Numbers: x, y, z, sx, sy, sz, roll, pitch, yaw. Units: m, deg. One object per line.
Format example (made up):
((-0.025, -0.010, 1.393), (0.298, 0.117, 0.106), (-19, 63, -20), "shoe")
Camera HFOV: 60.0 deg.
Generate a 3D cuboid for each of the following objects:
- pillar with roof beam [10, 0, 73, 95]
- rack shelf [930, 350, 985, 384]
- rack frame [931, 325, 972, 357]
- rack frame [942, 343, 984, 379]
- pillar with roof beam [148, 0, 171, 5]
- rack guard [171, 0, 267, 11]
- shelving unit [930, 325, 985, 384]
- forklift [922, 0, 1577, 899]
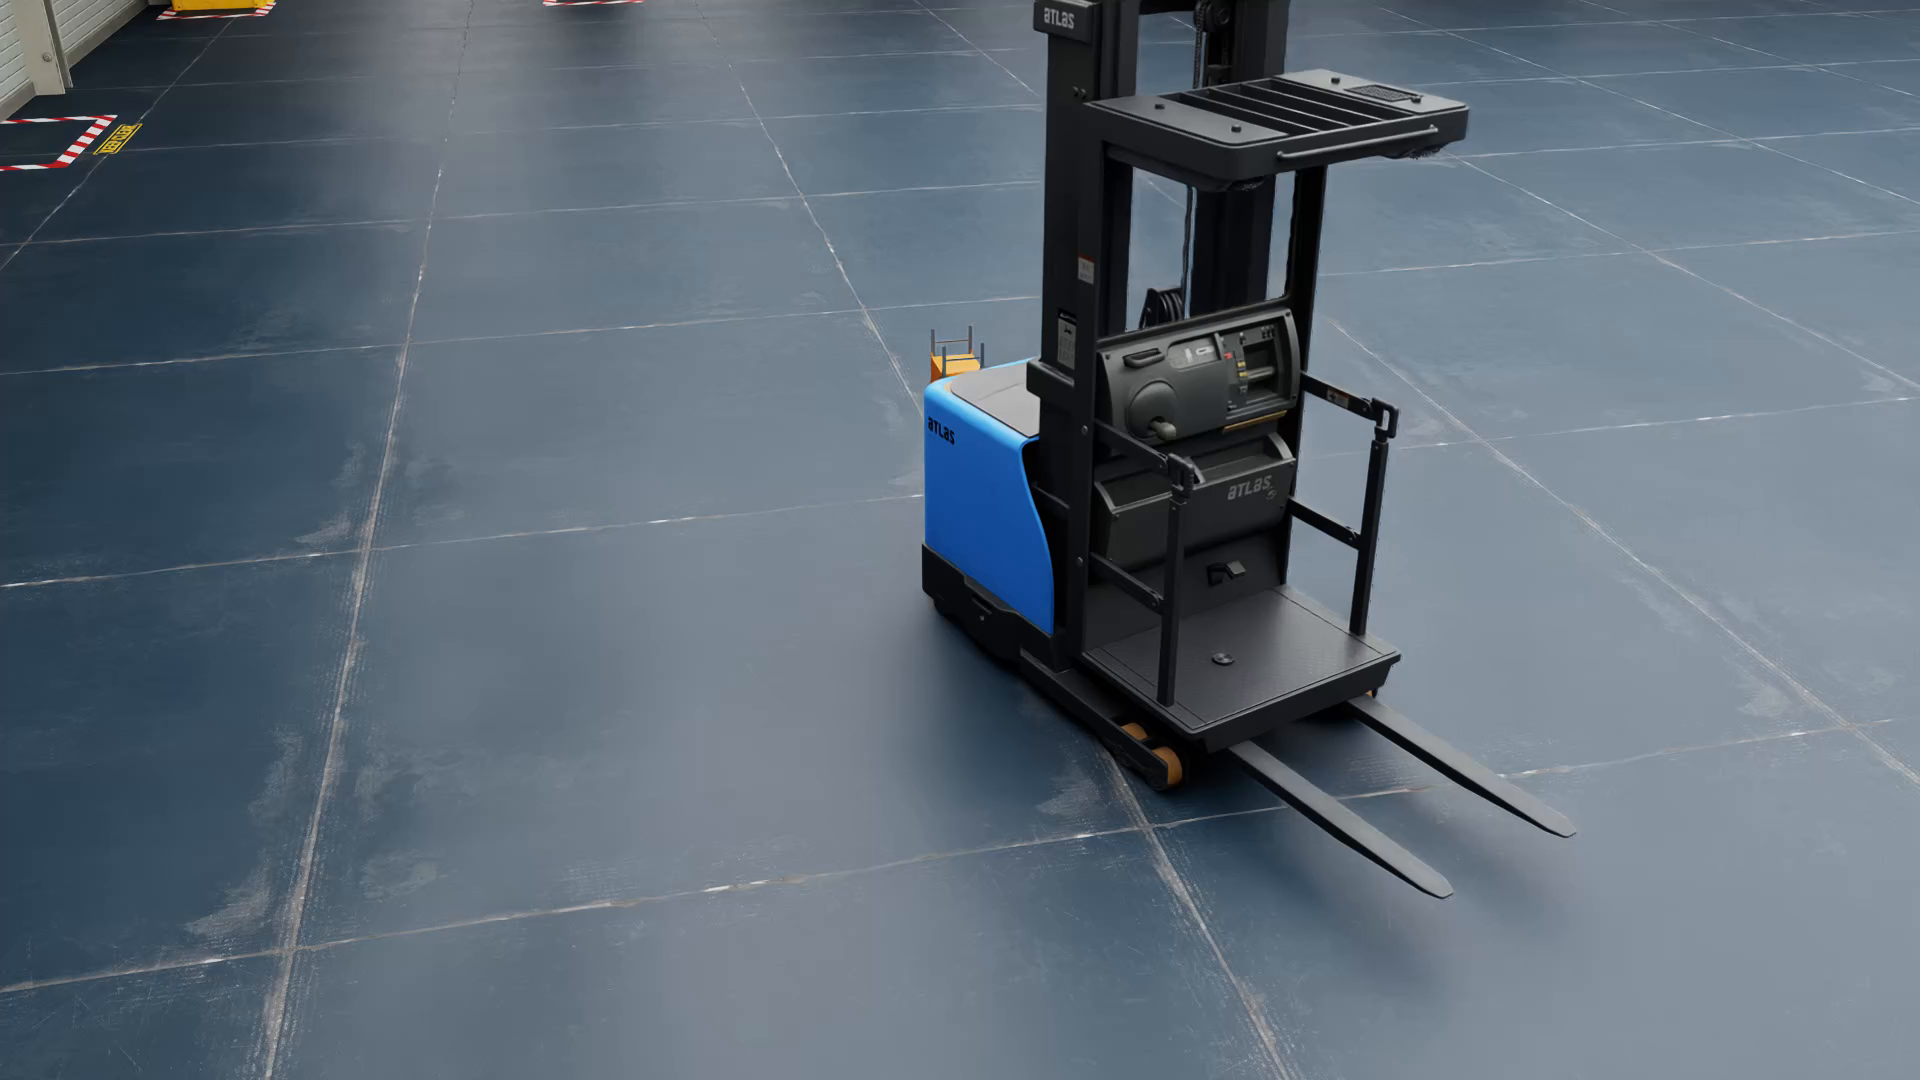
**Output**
((-5.489, -9.250, 16.589), (9.100, 9.000, 0.400), (-6, 27, -12), "pillar with roof beam")
((-0.012, -0.736, 7.937), (0.215, 0.259, 0.240), (-6, 27, -12), "rack shelf")
((-0.040, -0.546, 8.166), (0.200, 1.050, 0.008), (-6, 27, -12), "rack frame")
((0.015, -0.439, 7.954), (0.200, 1.050, 0.008), (-6, 27, -12), "rack frame")
((-6.841, -11.884, 21.808), (9.100, 9.000, 0.400), (-6, 27, -12), "pillar with roof beam")
((-10.052, -7.466, 22.488), (1.175, 0.500, 0.348), (-6, 27, -12), "rack guard")
((-0.012, -0.492, 8.060), (0.215, 1.050, 0.252), (-6, 27, -12), "shelving unit")
((1.042, -0.594, 6.174), (1.130, 2.935, 3.031), (-16, 31, -29), "forklift")
